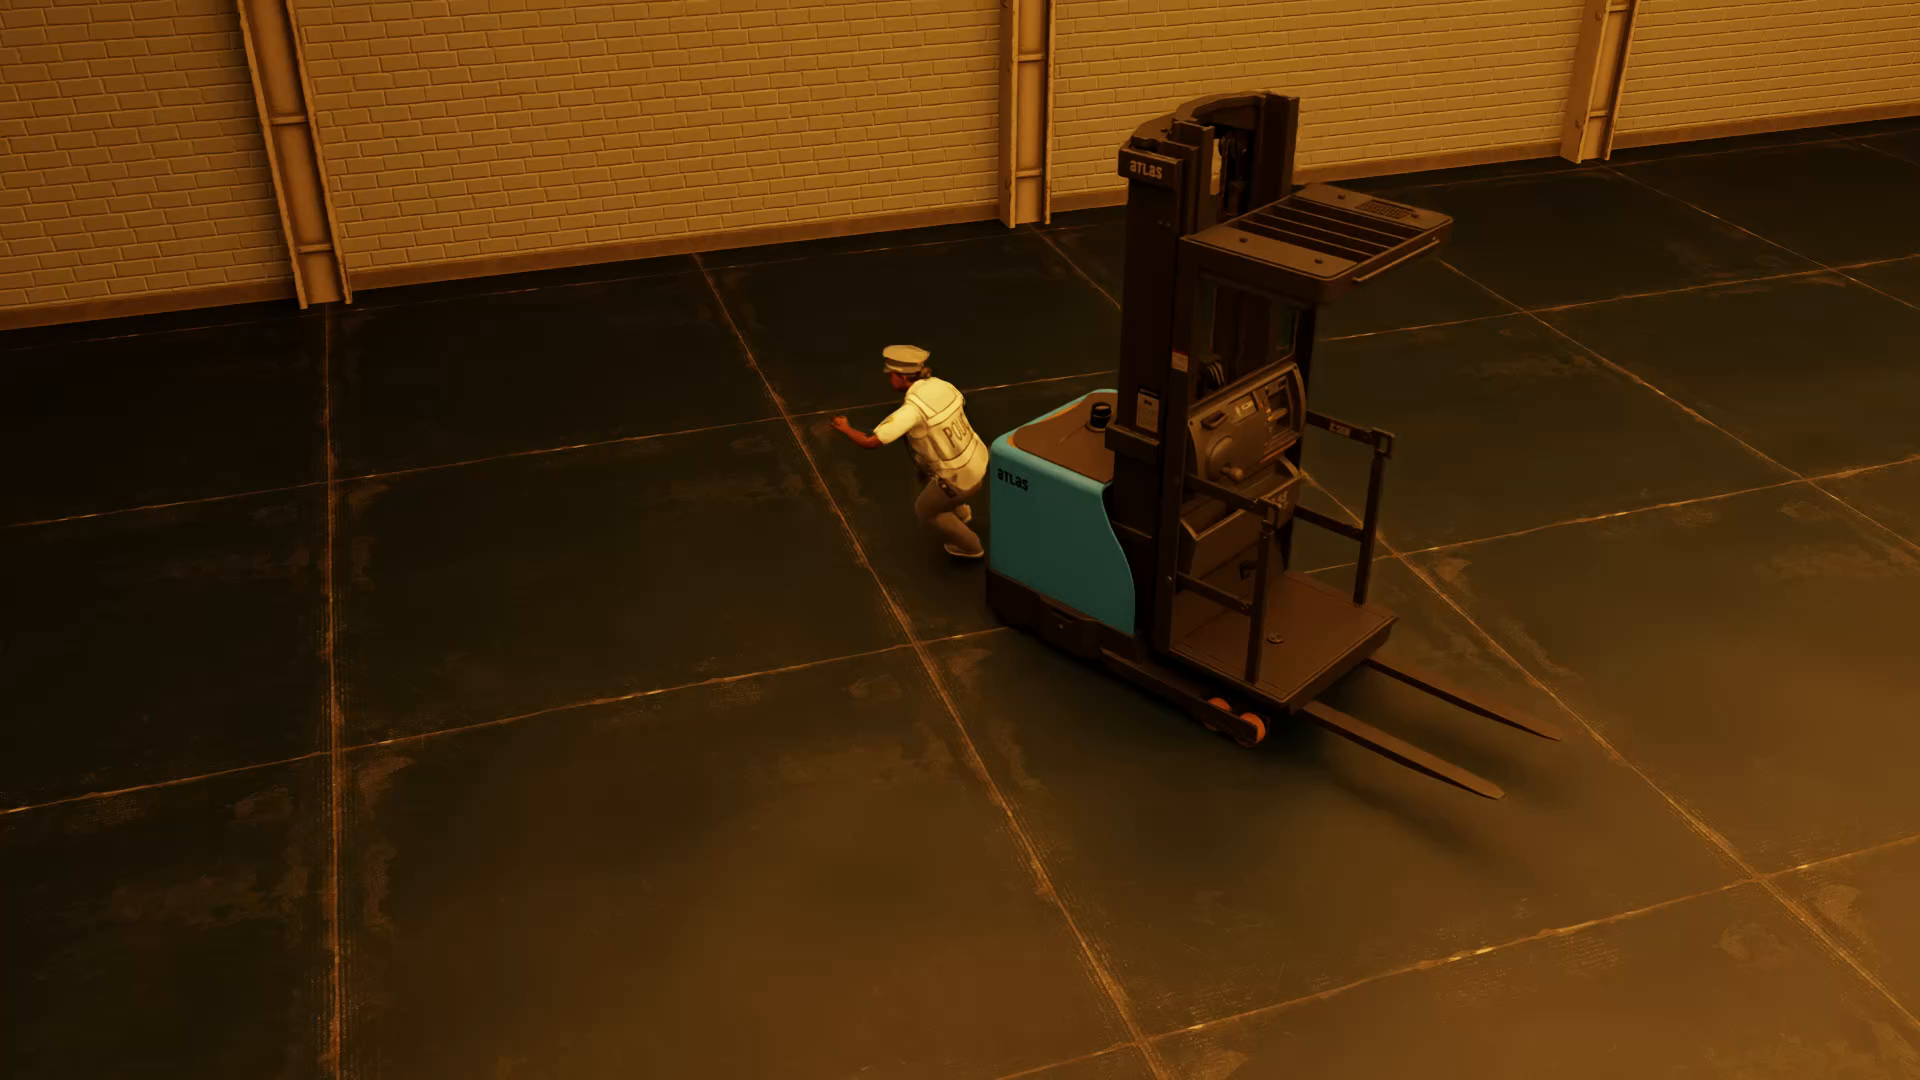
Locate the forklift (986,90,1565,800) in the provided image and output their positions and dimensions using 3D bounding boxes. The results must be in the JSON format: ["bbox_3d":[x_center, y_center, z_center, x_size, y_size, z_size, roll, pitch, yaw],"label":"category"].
[{"bbox_3d":[1.564,-0.540,8.025,3.031,2.935,1.130,25,38,36],"label":"forklift"}]

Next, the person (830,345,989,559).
[{"bbox_3d":[-0.239,-0.485,9.468,0.867,1.425,0.983,9,31,15],"label":"person"}]
